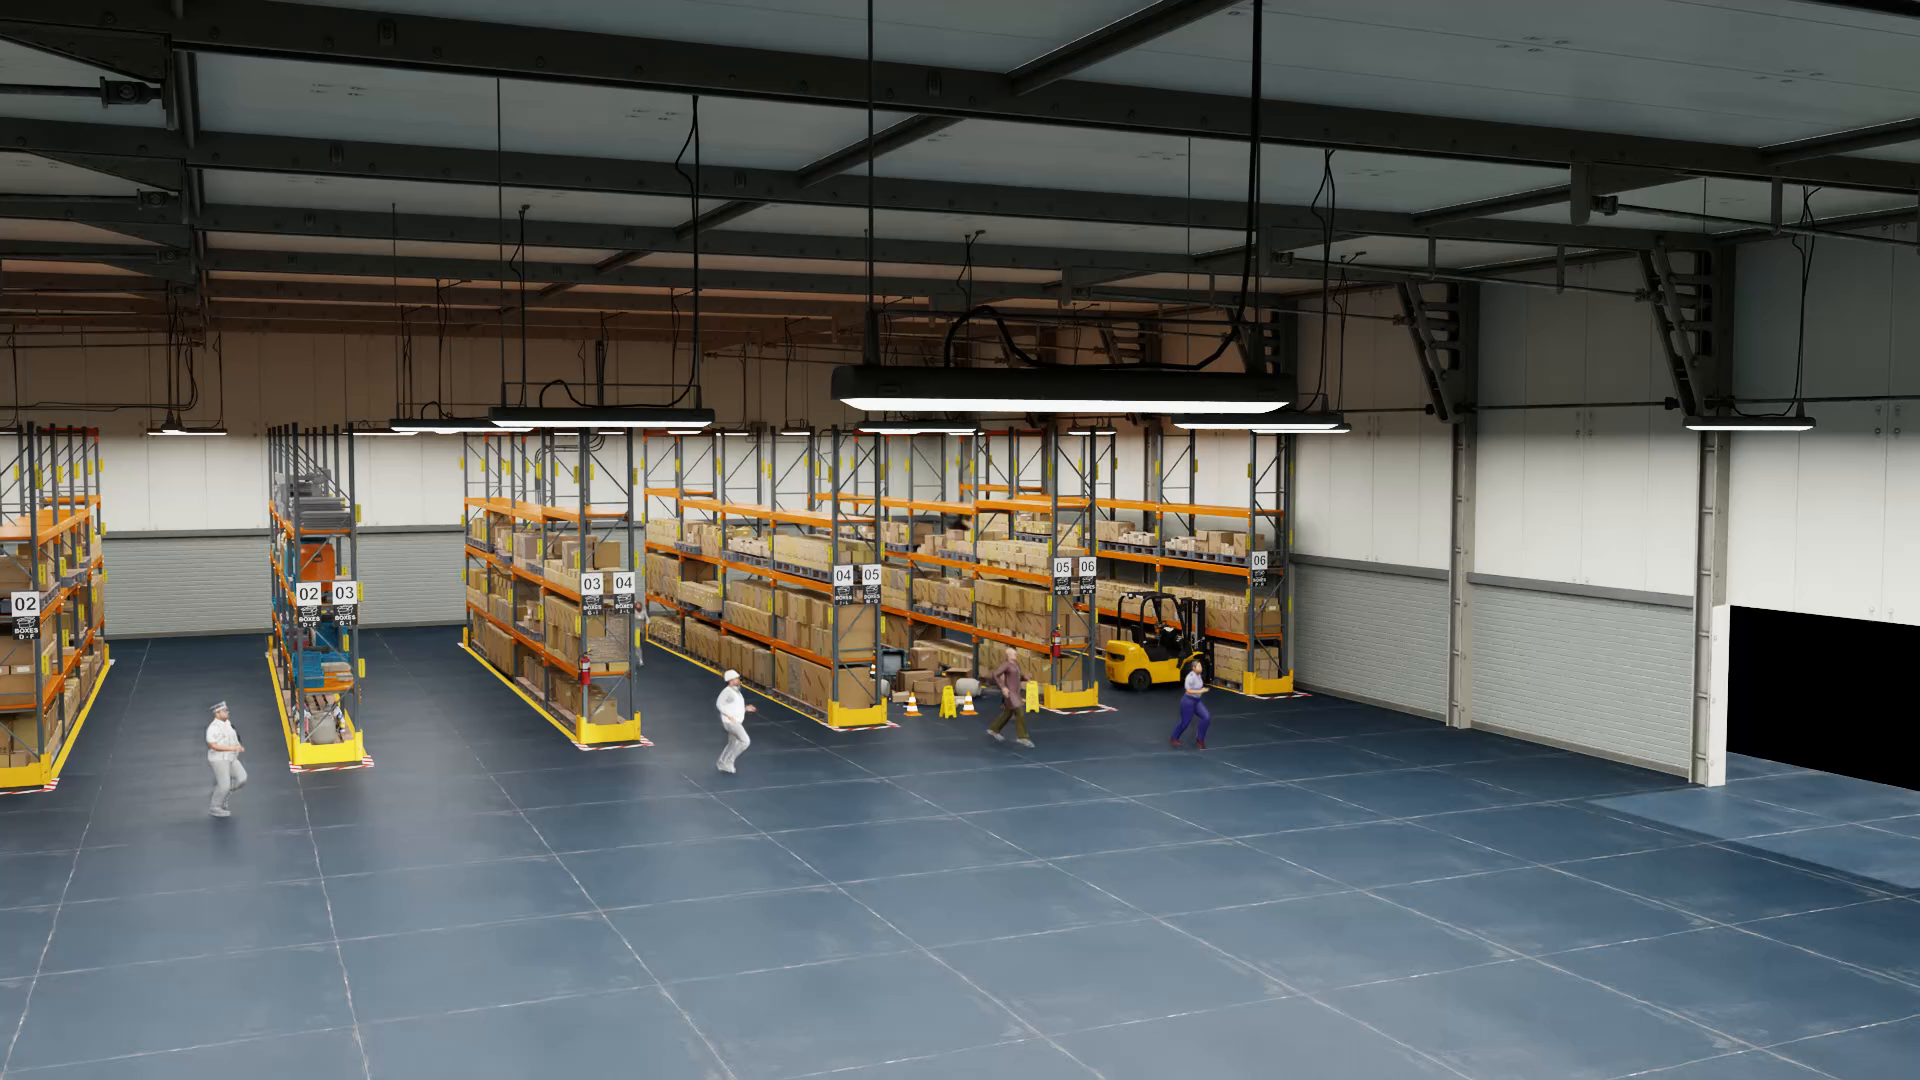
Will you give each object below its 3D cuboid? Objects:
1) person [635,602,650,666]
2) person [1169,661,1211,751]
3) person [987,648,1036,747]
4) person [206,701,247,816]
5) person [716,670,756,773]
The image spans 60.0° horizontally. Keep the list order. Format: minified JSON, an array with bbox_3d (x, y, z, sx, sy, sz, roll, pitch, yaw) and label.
[{"bbox_3d":[-8.165,2.355,42.349,0.508,1.592,1.032,-2,4,-25],"label":"person"},{"bbox_3d":[4.238,3.088,30.612,0.821,1.586,0.627,2,4,34],"label":"person"},{"bbox_3d":[0.956,2.919,30.990,0.984,1.811,0.689,1,4,16],"label":"person"},{"bbox_3d":[-11.115,3.307,25.220,0.596,1.743,0.652,0,3,4],"label":"person"},{"bbox_3d":[-3.847,3.104,28.467,0.675,1.753,0.634,0,3,3],"label":"person"}]
